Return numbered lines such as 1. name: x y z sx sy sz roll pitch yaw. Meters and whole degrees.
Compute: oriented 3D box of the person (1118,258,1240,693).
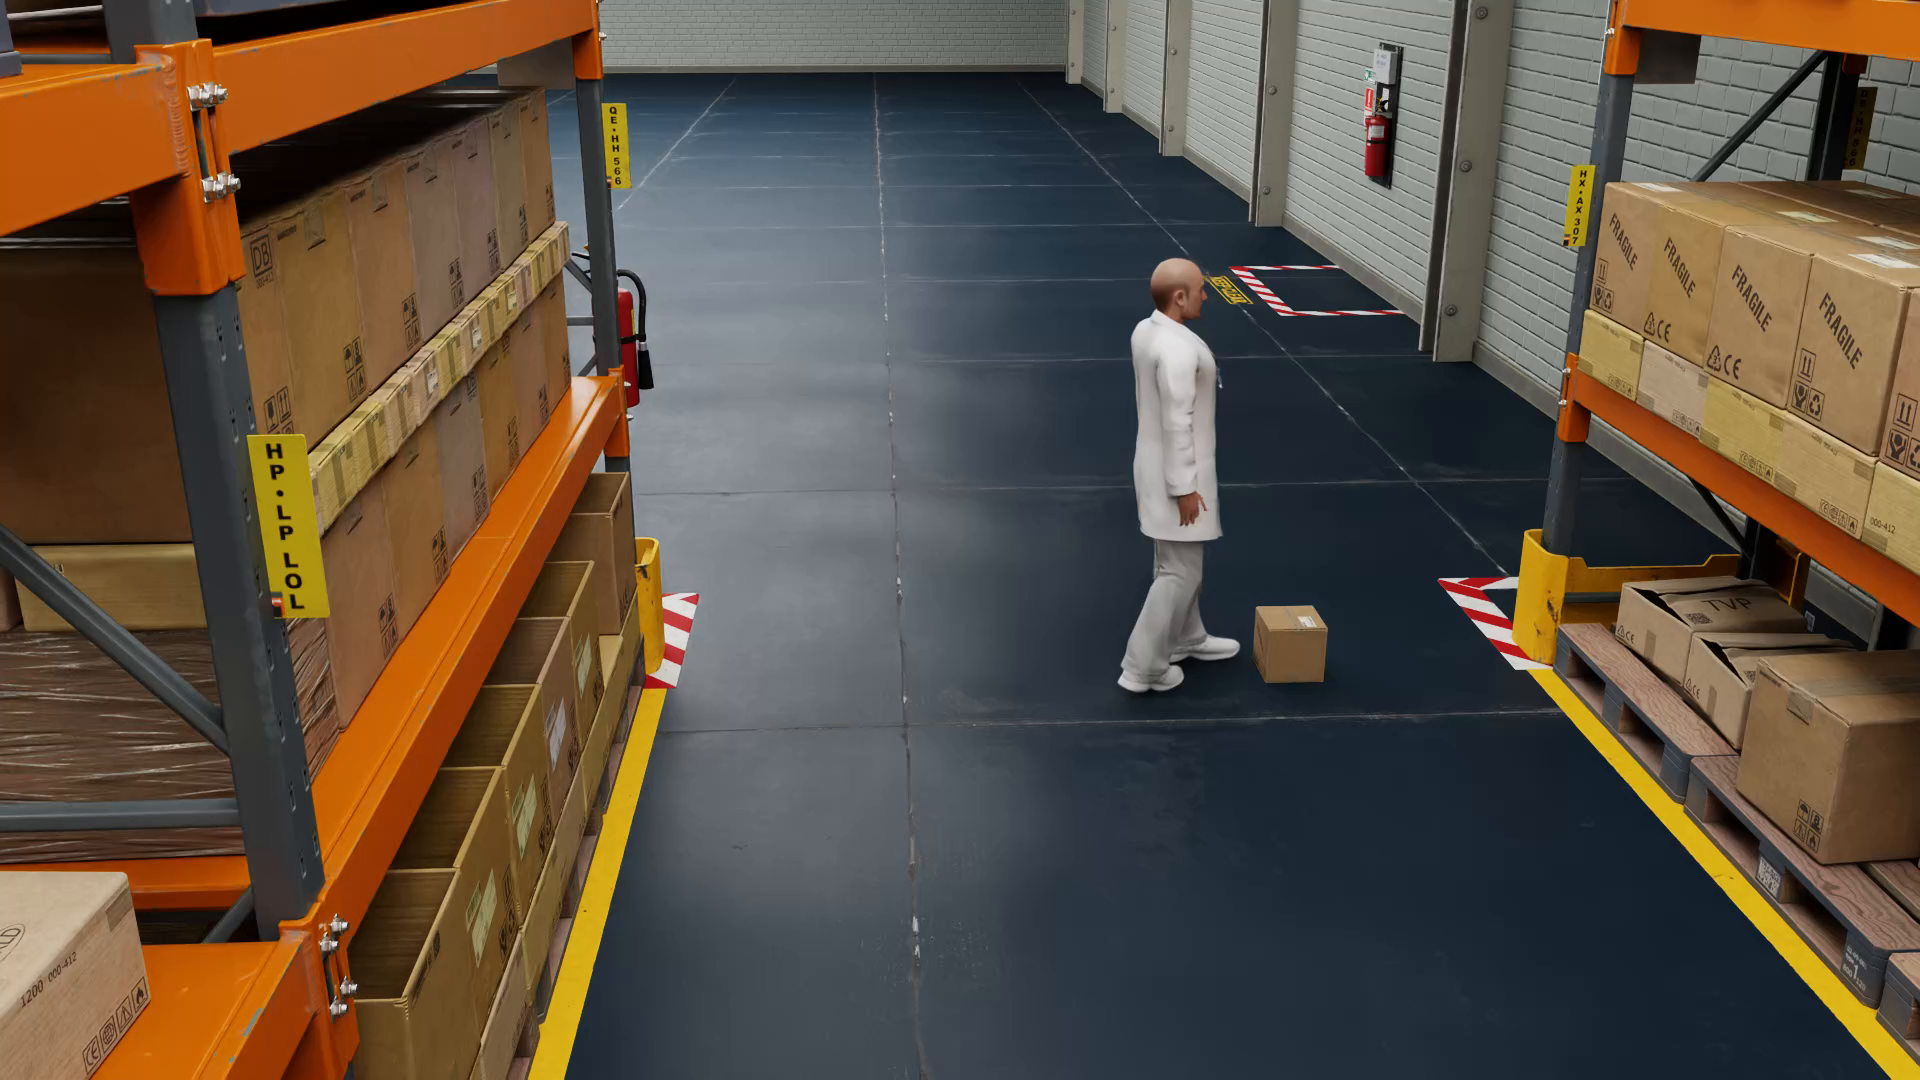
1. person: 0.923 -0.268 6.834 0.633 1.795 0.618 -3 20 -9
